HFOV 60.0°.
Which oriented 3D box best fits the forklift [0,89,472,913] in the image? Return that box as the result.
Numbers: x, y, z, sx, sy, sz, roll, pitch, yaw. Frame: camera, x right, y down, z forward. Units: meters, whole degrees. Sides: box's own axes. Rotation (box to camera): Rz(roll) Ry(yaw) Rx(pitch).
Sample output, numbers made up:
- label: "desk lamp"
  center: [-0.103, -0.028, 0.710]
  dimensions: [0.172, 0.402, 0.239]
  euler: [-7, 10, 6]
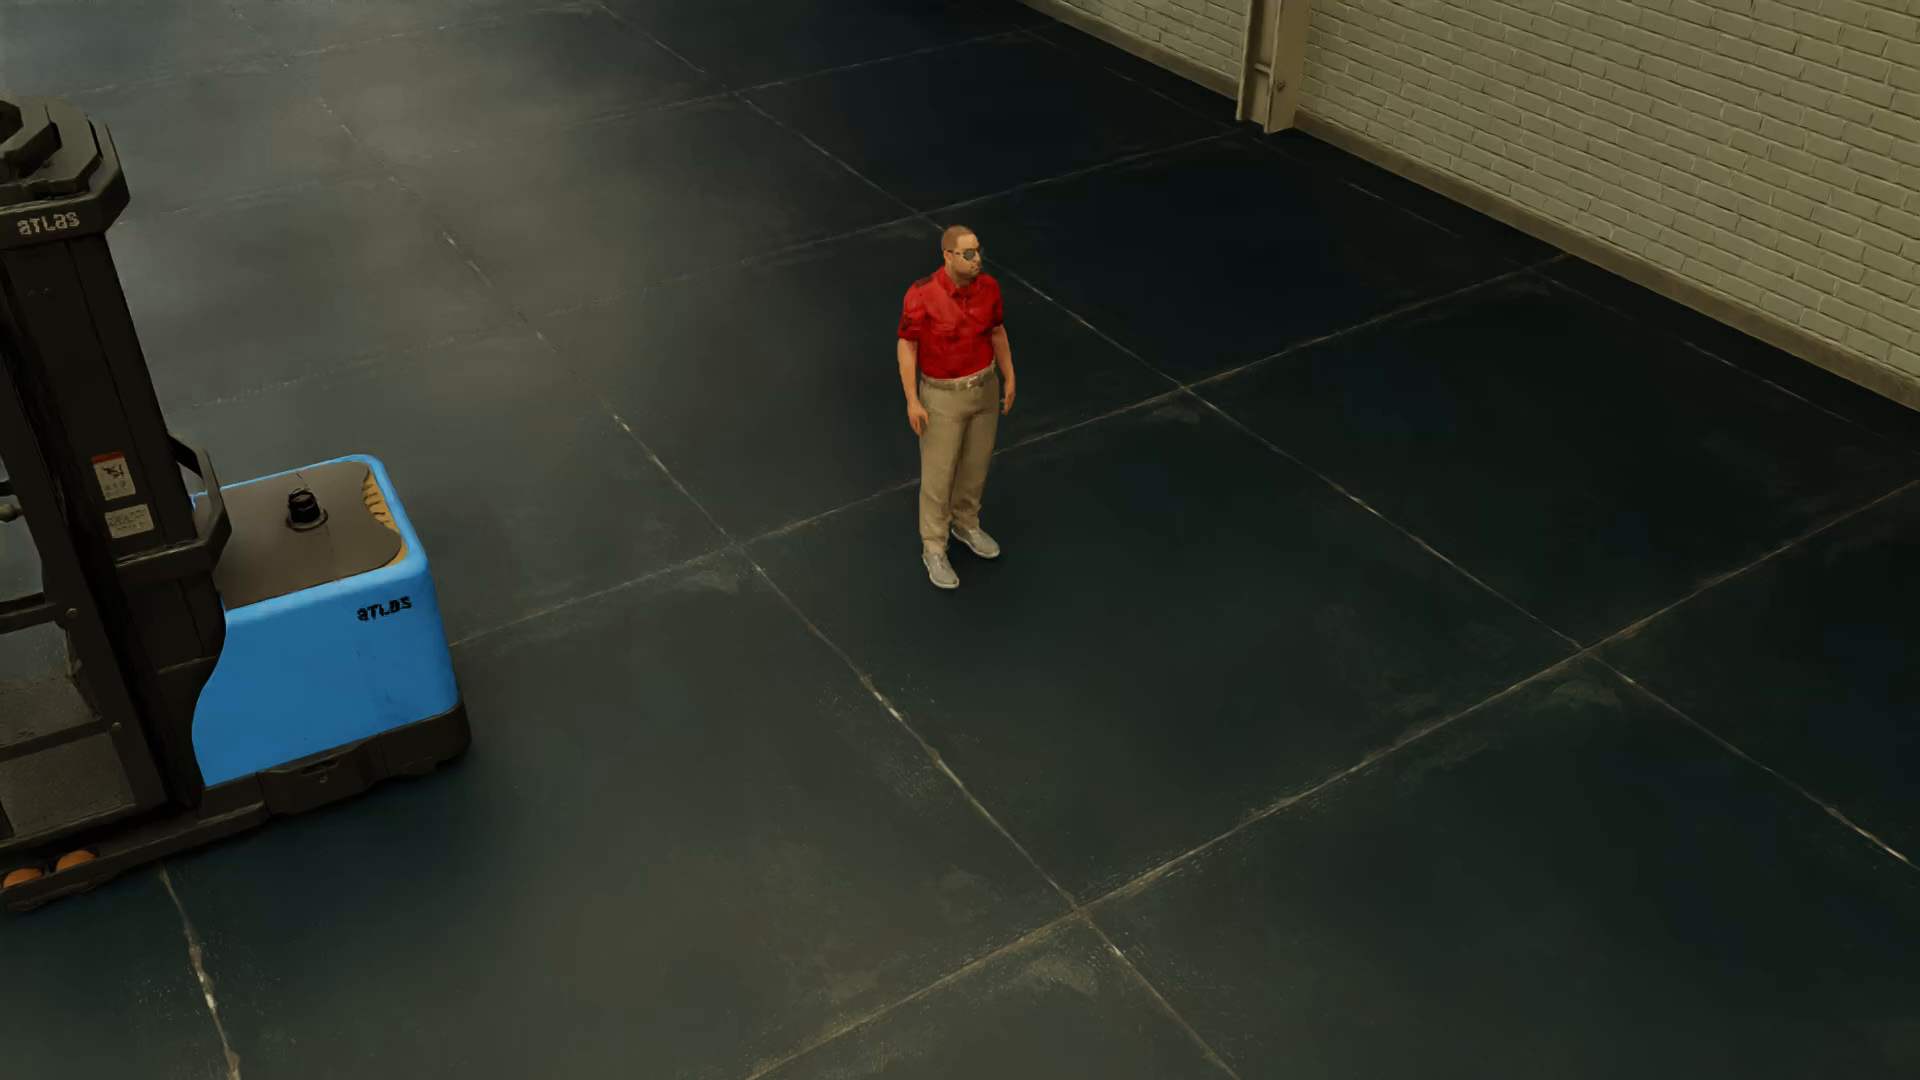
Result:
- label: "forklift"
  center: [-3.693, -0.079, 6.260]
  dimensions: [3.031, 2.935, 1.130]
  euler: [-17, 39, -23]

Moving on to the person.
- label: "person"
  center: [0.039, -0.666, 8.129]
  dimensions: [0.640, 1.727, 0.550]
  euler: [-21, 40, -27]
